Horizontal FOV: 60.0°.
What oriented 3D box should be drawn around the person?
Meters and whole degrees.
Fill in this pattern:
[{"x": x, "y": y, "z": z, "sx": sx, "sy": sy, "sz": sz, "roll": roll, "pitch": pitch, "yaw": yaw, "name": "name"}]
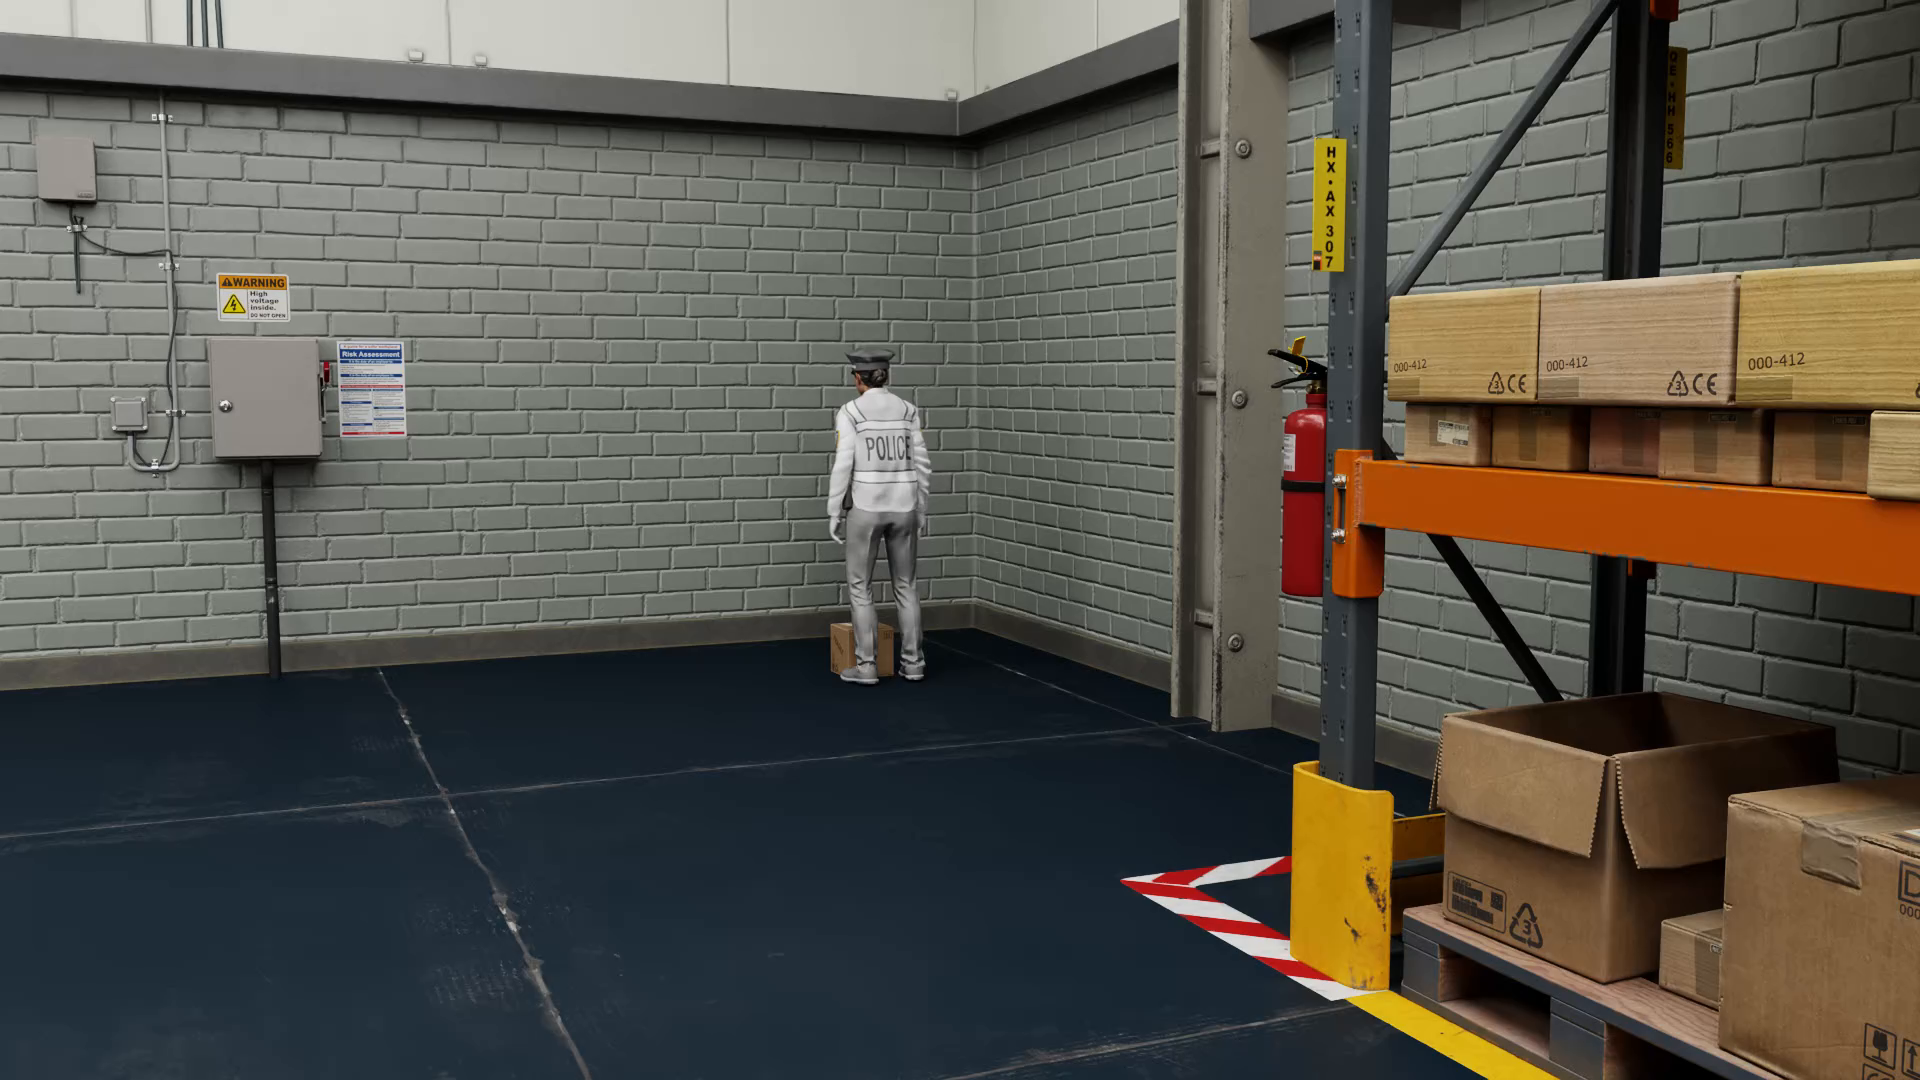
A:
[{"x": -0.402, "y": -0.121, "z": 8.242, "sx": 0.535, "sy": 1.663, "sz": 0.379, "roll": -3, "pitch": 6, "yaw": -25, "name": "person"}]
